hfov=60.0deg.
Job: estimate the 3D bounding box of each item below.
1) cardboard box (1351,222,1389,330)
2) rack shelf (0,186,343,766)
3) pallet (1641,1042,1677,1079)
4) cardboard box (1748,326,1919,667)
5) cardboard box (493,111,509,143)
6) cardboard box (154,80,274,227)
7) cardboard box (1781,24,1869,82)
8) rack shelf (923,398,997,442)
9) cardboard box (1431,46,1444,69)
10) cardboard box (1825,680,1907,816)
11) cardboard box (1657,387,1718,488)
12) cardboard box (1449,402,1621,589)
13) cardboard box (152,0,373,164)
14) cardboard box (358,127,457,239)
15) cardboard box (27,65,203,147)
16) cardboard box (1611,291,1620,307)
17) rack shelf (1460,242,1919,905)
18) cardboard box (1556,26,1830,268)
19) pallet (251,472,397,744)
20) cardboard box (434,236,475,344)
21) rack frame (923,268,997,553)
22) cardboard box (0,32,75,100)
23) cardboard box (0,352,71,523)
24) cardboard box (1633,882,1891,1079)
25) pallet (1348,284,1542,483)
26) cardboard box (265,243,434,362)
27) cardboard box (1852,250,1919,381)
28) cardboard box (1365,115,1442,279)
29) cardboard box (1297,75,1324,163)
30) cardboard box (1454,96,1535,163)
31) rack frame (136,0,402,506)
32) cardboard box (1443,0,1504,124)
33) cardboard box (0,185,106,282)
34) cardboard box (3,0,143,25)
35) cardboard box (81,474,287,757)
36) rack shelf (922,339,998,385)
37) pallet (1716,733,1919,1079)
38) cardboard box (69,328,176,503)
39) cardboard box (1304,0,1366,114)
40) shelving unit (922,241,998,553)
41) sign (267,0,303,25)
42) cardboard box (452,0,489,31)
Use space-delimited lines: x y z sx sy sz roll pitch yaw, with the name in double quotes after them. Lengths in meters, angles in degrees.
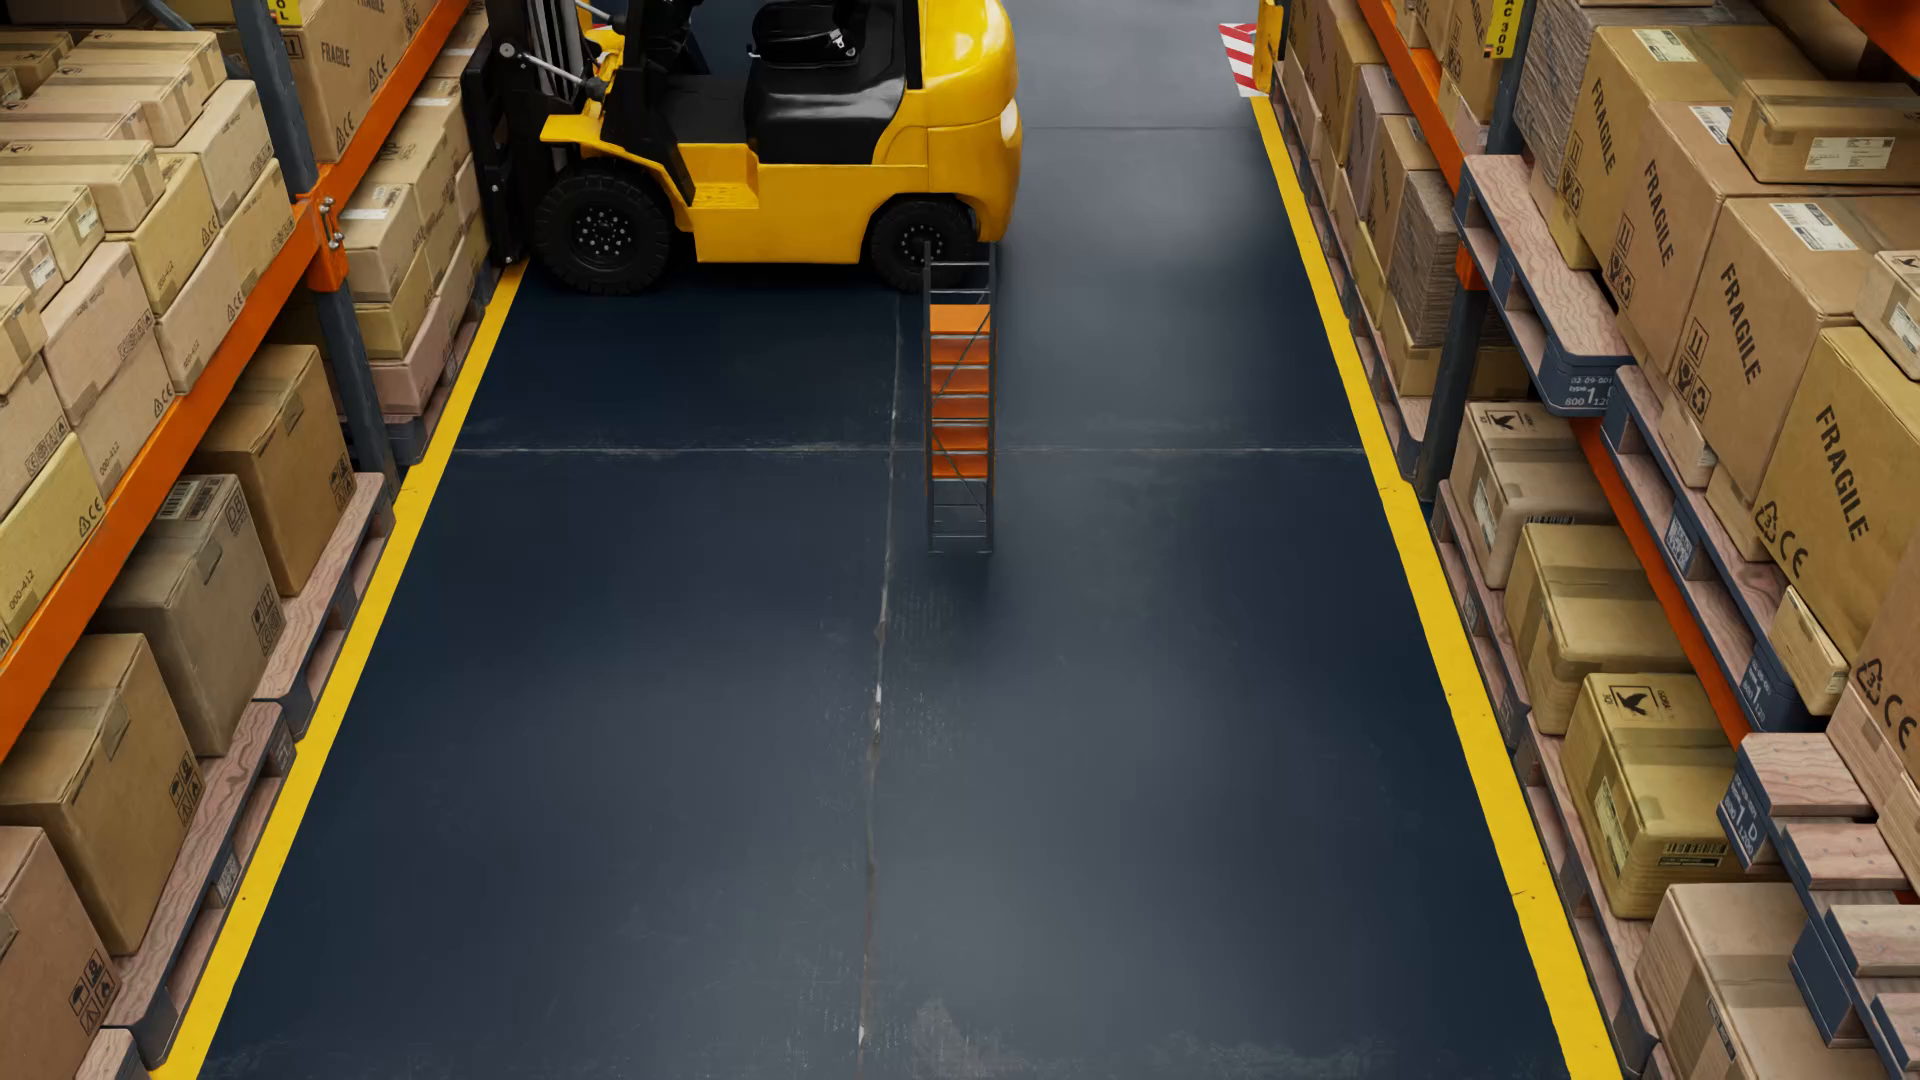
1.997 -1.142 7.139 0.500 0.250 0.500 -1 39 -1 "cardboard box"
-2.685 0.189 4.191 1.077 0.370 4.000 0 39 0 "rack shelf"
2.282 1.753 3.894 1.003 0.211 1.213 0 39 0 "pallet"
1.989 -0.089 3.309 0.500 0.500 0.500 -3 39 -3 "cardboard box"
-2.370 -1.876 7.656 0.500 0.250 0.500 0 39 0 "cardboard box"
-2.431 -1.172 5.034 0.500 0.250 0.500 -1 39 -1 "cardboard box"
2.509 -1.069 4.531 0.500 0.500 0.500 0 39 0 "cardboard box"
0.000 -0.443 5.914 0.258 0.103 0.180 0 39 0 "rack shelf"
2.056 -1.926 6.455 0.380 0.149 0.250 -1 39 -1 "cardboard box"
1.936 0.400 3.217 0.380 0.149 0.250 -2 39 -2 "cardboard box"
1.935 -0.253 4.032 0.380 0.149 0.250 1 39 2 "cardboard box"
2.280 -0.159 5.815 0.950 0.372 0.625 0 39 1 "cardboard box"
-2.426 -1.659 5.842 0.500 0.500 0.500 -1 39 -1 "cardboard box"
-2.364 -1.446 6.719 0.500 0.250 0.500 0 39 0 "cardboard box"
-2.446 -1.260 4.825 0.380 0.149 0.250 -1 39 -1 "cardboard box"
2.030 -0.735 4.634 0.380 0.149 0.250 2 39 3 "cardboard box"
2.279 0.183 4.198 1.077 0.370 4.000 0 39 0 "rack shelf"
1.992 -1.061 4.521 0.500 0.500 0.500 0 39 0 "cardboard box"
-2.647 0.206 5.824 1.003 0.211 1.213 0 39 0 "pallet"
-2.373 -1.054 7.029 0.500 0.250 0.500 -1 39 -1 "cardboard box"
0.000 -0.420 5.815 0.240 1.200 0.006 0 39 0 "rack frame"
-2.901 -1.415 5.018 0.380 0.149 0.250 -1 39 -1 "cardboard box"
-2.446 -0.215 3.840 0.500 0.250 0.500 0 39 1 "cardboard box"
2.282 1.200 4.120 0.950 0.372 0.625 -1 39 -1 "cardboard box"
2.241 -0.680 6.930 1.003 0.211 1.213 0 39 0 "pallet"
-2.379 -0.931 6.476 0.500 0.250 0.500 0 39 0 "cardboard box"
1.997 -0.442 3.230 0.380 0.149 0.250 -2 39 -2 "cardboard box"
2.005 -1.420 6.886 0.500 0.500 0.500 1 39 1 "cardboard box"
1.989 -2.117 8.356 0.500 0.250 0.500 1 39 2 "cardboard box"
1.971 -1.451 5.863 0.380 0.149 0.250 0 39 -1 "cardboard box"
-2.687 -1.342 5.527 1.000 3.000 0.127 0 39 0 "rack frame"
2.027 -1.781 5.756 0.500 0.500 0.500 -1 39 -1 "cardboard box"
-2.428 -0.778 4.224 0.380 0.149 0.250 -1 39 -1 "cardboard box"
-2.944 -1.835 5.543 0.380 0.149 0.250 0 39 0 "cardboard box"
-2.682 0.232 5.125 0.875 0.625 0.625 0 39 0 "cardboard box"
0.000 -0.630 5.764 0.258 0.103 0.180 0 39 0 "rack shelf"
2.174 0.782 3.029 1.213 0.211 1.003 0 39 0 "pallet"
-2.449 -0.344 4.401 0.500 0.250 0.500 0 39 0 "cardboard box"
2.002 -2.387 8.093 0.500 0.500 0.500 -1 39 -2 "cardboard box"
0.000 -0.477 5.886 0.258 1.200 0.189 0 39 0 "shelving unit"
-2.144 -1.770 5.197 0.100 0.325 0.005 0 39 0 "sign"
-2.362 -2.402 7.912 0.500 0.250 0.500 0 39 1 "cardboard box"
